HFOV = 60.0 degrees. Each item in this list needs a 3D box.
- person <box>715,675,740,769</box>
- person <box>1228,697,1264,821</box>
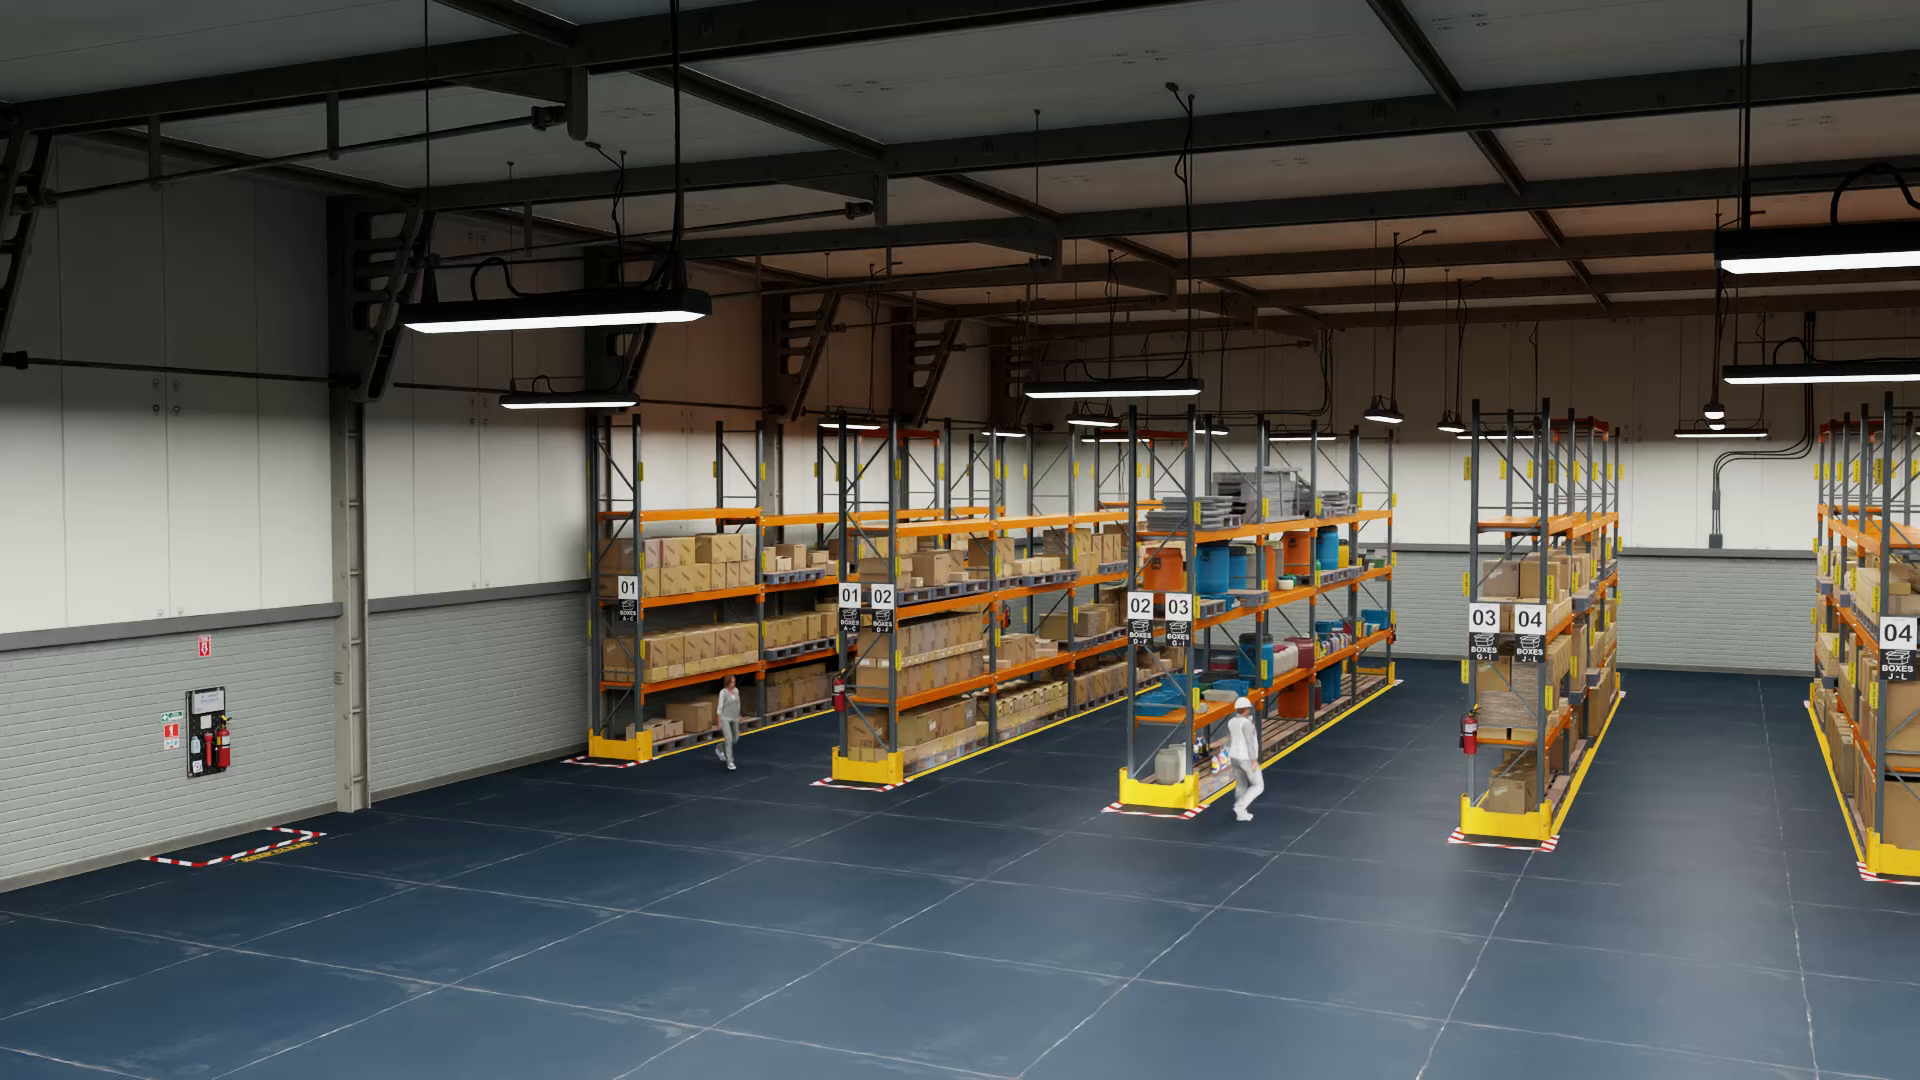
[{"bbox_3d":[-3.921,3.048,28.148,0.460,1.562,0.799,-2,3,-43],"label":"person"},{"bbox_3d":[4.044,3.144,23.838,0.495,1.767,0.645,-1,3,-26],"label":"person"}]
